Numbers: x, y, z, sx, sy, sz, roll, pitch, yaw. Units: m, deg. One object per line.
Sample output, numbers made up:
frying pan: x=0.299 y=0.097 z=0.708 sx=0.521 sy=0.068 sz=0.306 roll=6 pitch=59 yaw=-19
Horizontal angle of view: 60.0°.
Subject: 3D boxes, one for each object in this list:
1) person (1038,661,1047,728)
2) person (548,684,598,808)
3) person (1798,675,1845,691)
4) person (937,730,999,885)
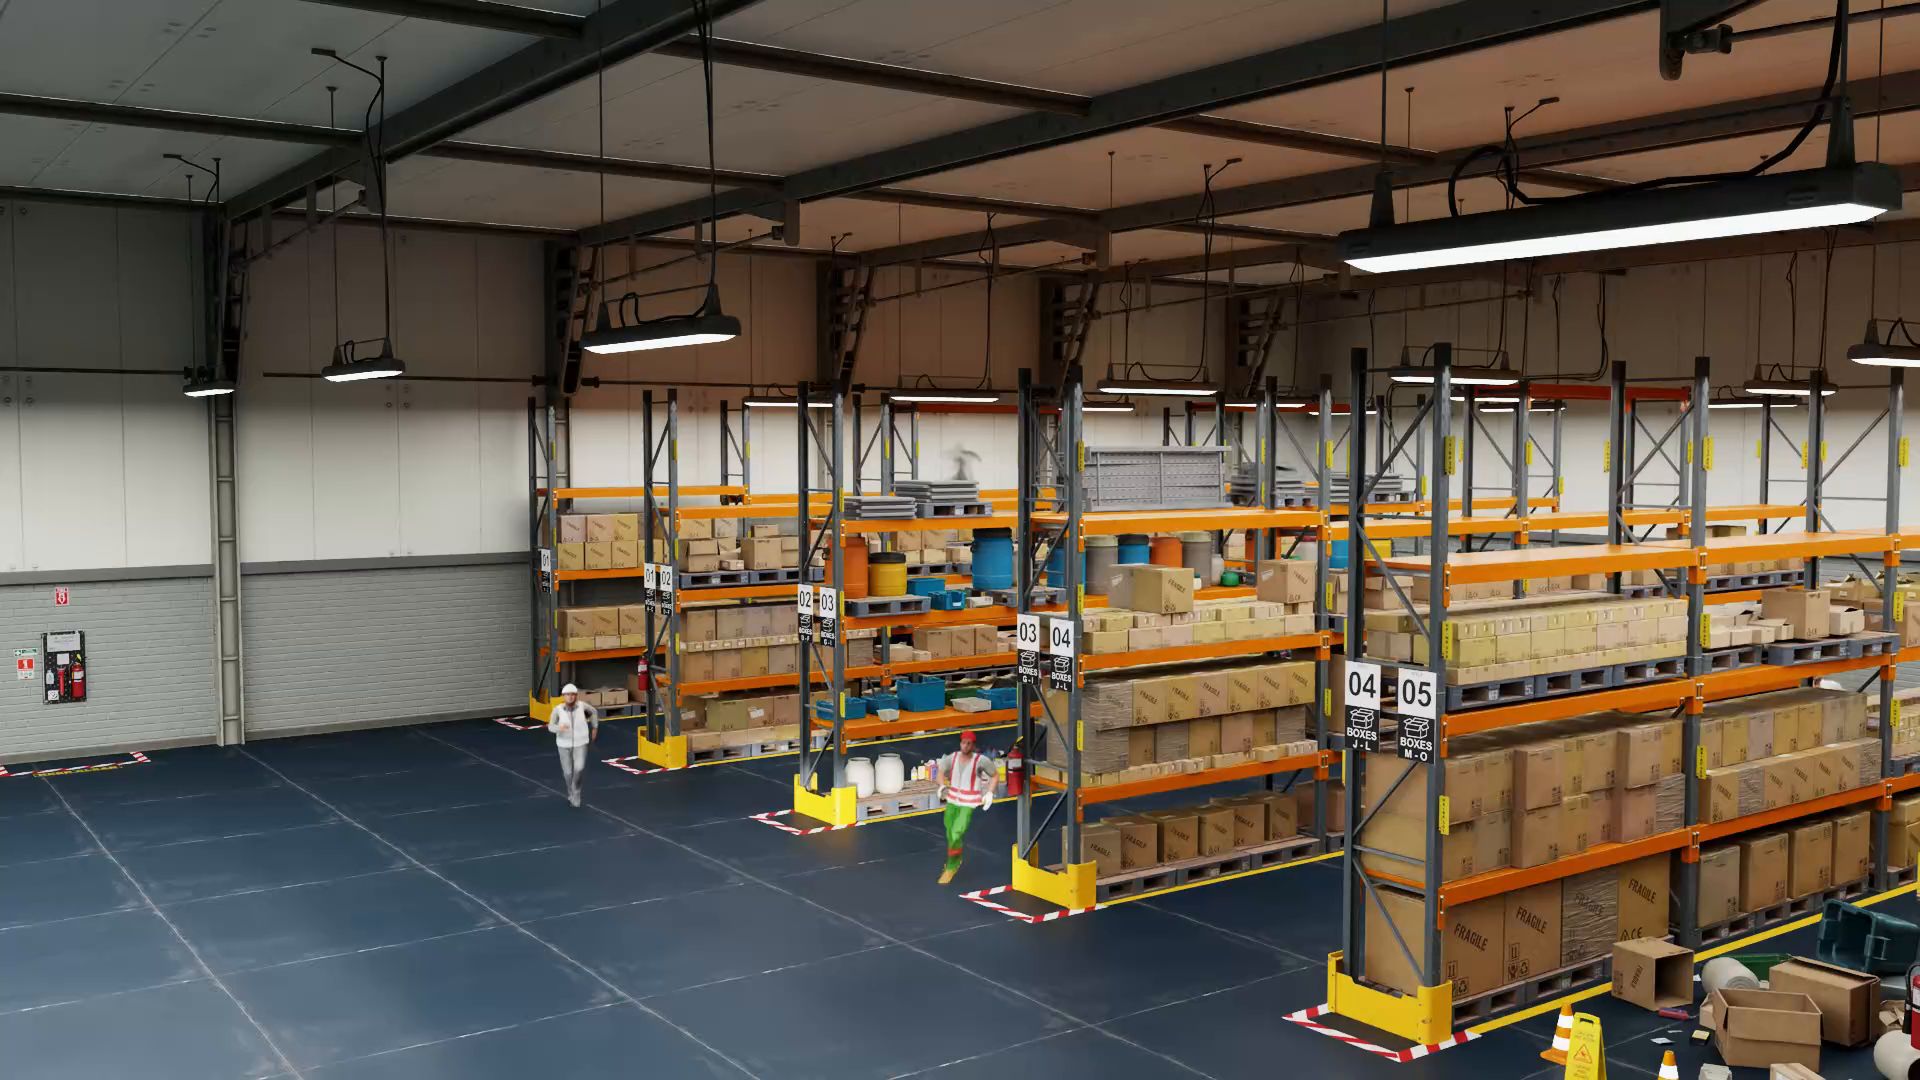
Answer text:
person: x=1.310 y=2.633 z=27.560 sx=0.981 sy=1.768 sz=0.665 roll=-3 pitch=4 yaw=-40
person: x=-5.457 y=2.891 z=23.465 sx=0.682 sy=1.756 sz=0.803 roll=-1 pitch=3 yaw=-14
person: x=13.051 y=2.808 z=25.280 sx=0.776 sy=1.833 sz=0.719 roll=-3 pitch=4 yaw=-41
person: x=0.049 y=3.129 z=19.615 sx=0.717 sy=1.802 sz=0.706 roll=2 pitch=4 yaw=29
